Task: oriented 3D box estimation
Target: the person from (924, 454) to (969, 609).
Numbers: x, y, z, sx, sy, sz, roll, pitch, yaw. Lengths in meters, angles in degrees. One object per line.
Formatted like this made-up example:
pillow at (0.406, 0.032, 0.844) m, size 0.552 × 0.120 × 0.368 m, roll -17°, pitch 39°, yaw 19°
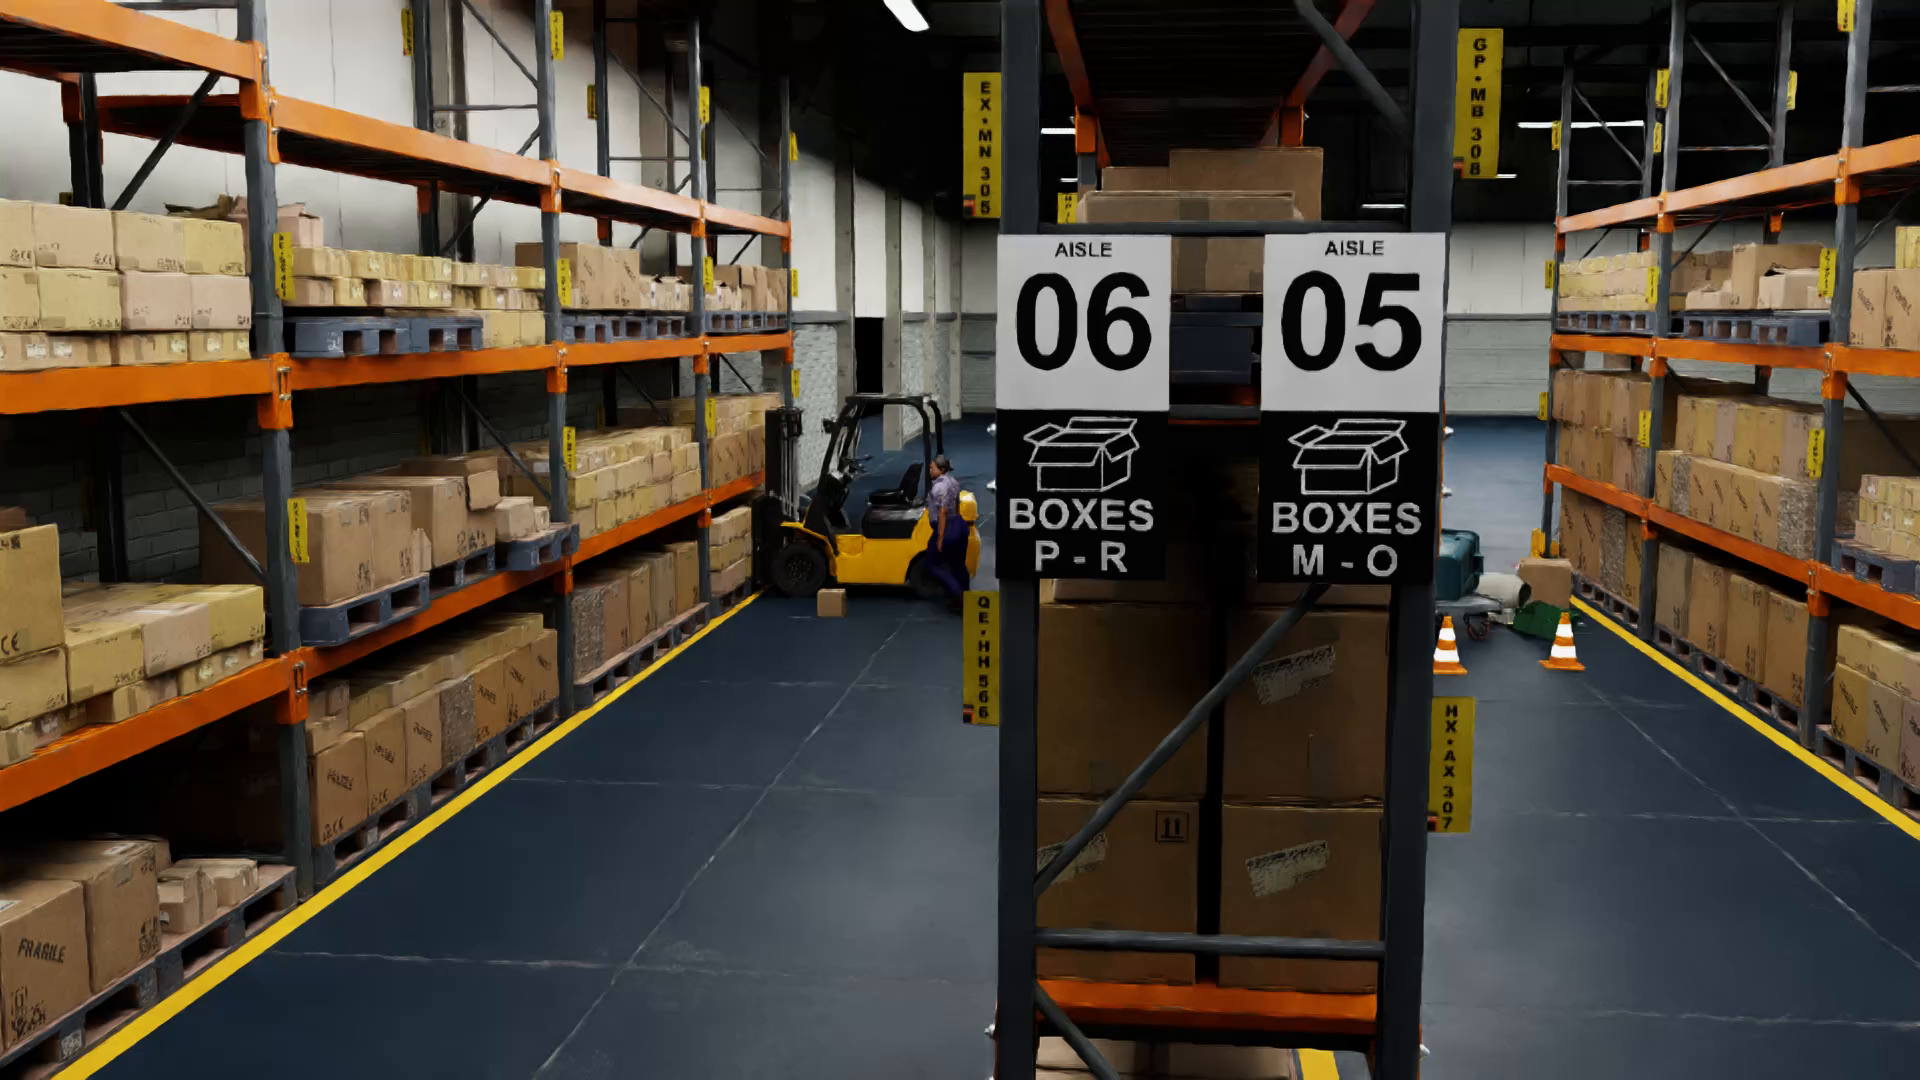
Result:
person at (-0.135, -0.062, 16.848) m, size 0.427 × 1.603 × 0.615 m, roll 4°, pitch 9°, yaw 26°
